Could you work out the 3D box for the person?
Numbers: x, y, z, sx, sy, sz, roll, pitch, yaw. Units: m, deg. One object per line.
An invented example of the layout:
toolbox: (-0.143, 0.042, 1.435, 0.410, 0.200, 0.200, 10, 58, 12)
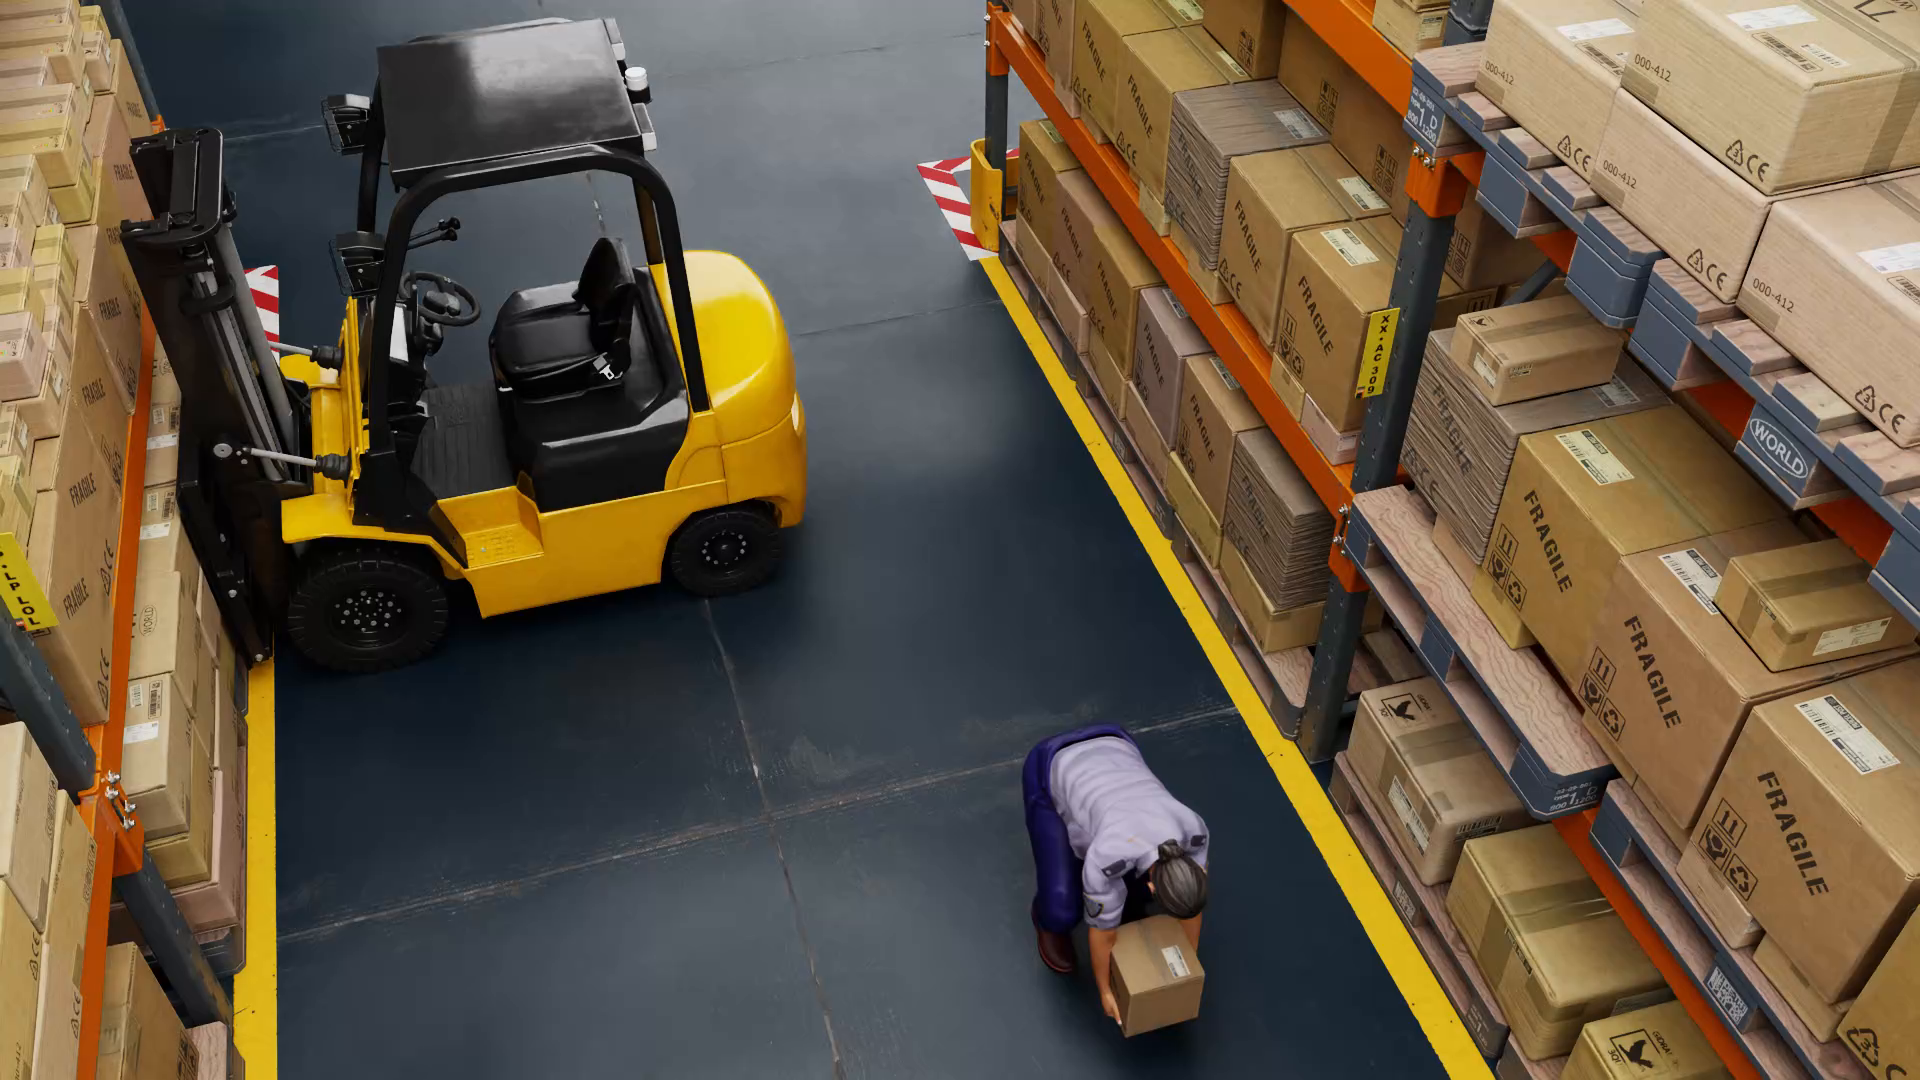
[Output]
person: (0.517, 1.107, 5.435, 0.513, 1.015, 0.892, -14, 44, -15)
